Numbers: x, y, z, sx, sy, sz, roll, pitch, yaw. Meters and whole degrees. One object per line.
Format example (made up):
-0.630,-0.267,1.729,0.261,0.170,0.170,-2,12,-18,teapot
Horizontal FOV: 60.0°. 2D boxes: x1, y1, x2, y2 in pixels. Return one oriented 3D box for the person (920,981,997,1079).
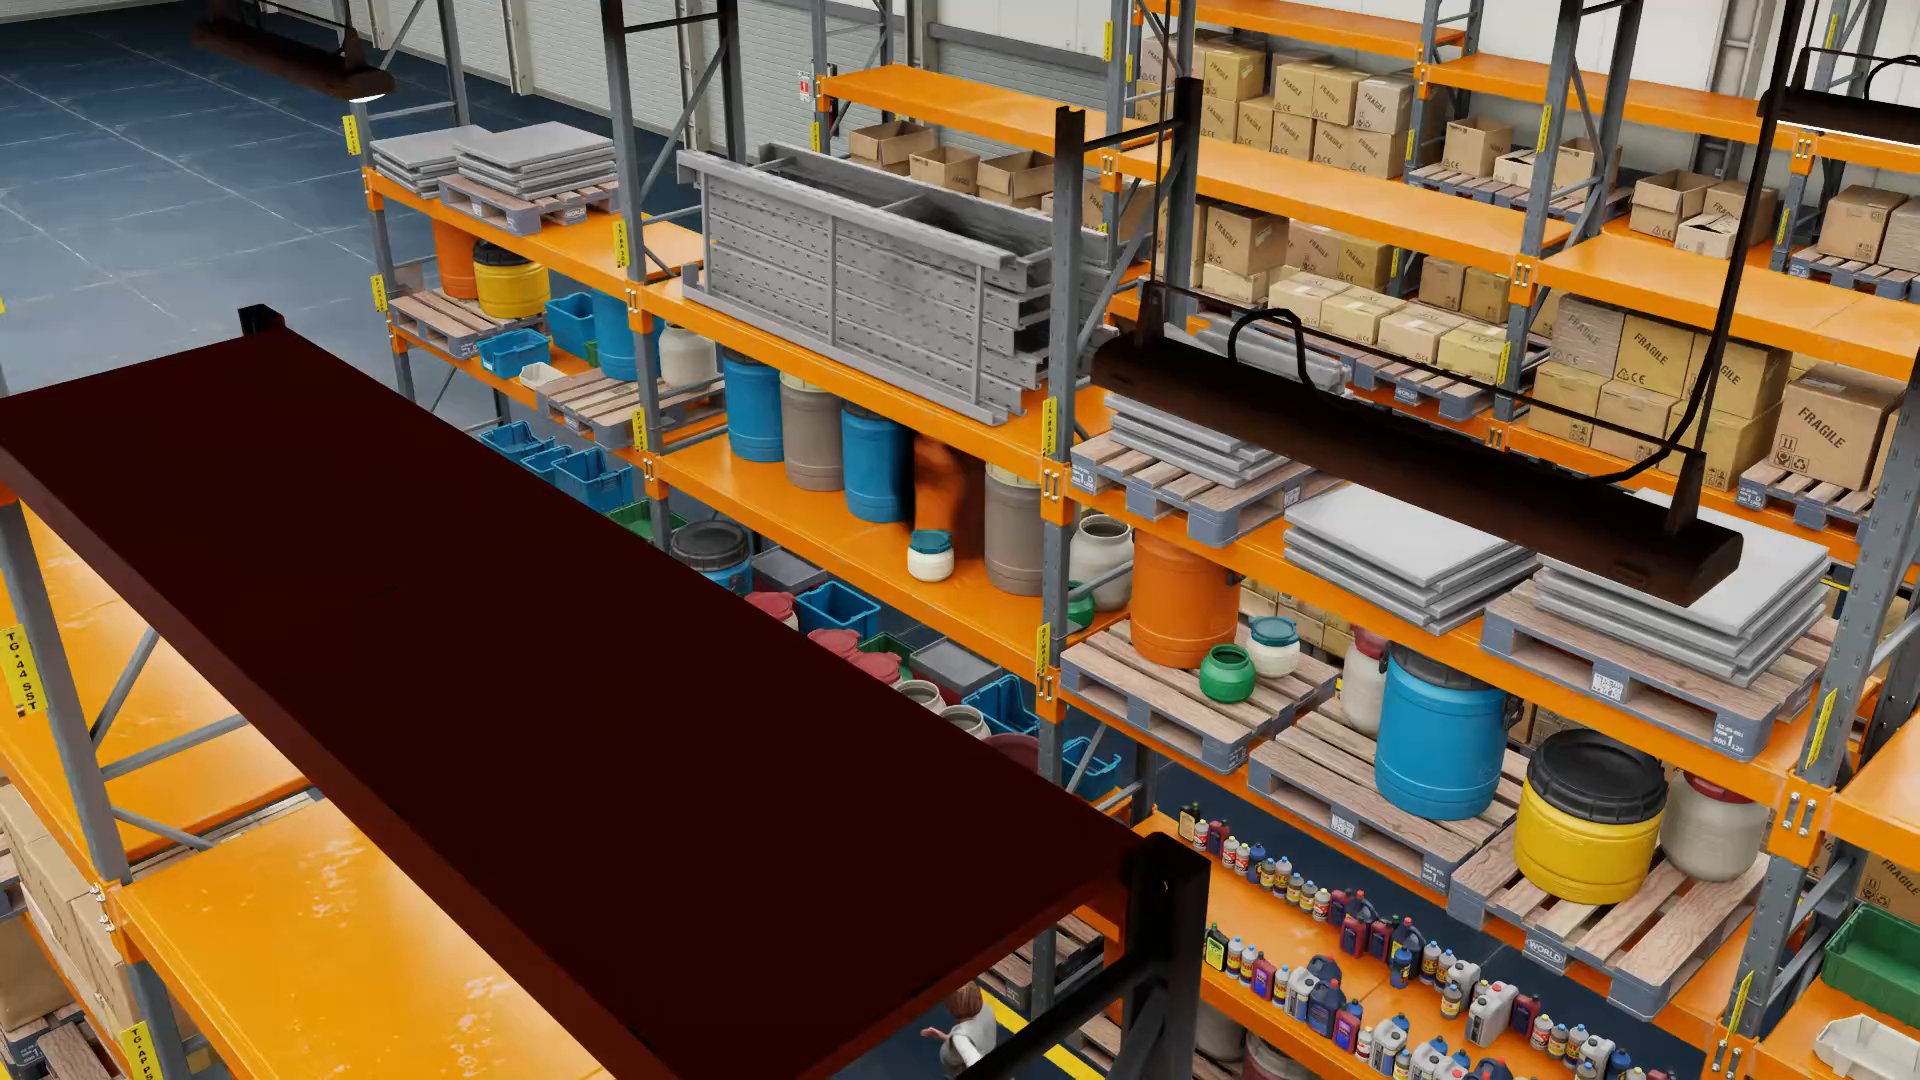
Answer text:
0.133,3.047,9.006,0.895,1.536,0.549,16,32,28,person
